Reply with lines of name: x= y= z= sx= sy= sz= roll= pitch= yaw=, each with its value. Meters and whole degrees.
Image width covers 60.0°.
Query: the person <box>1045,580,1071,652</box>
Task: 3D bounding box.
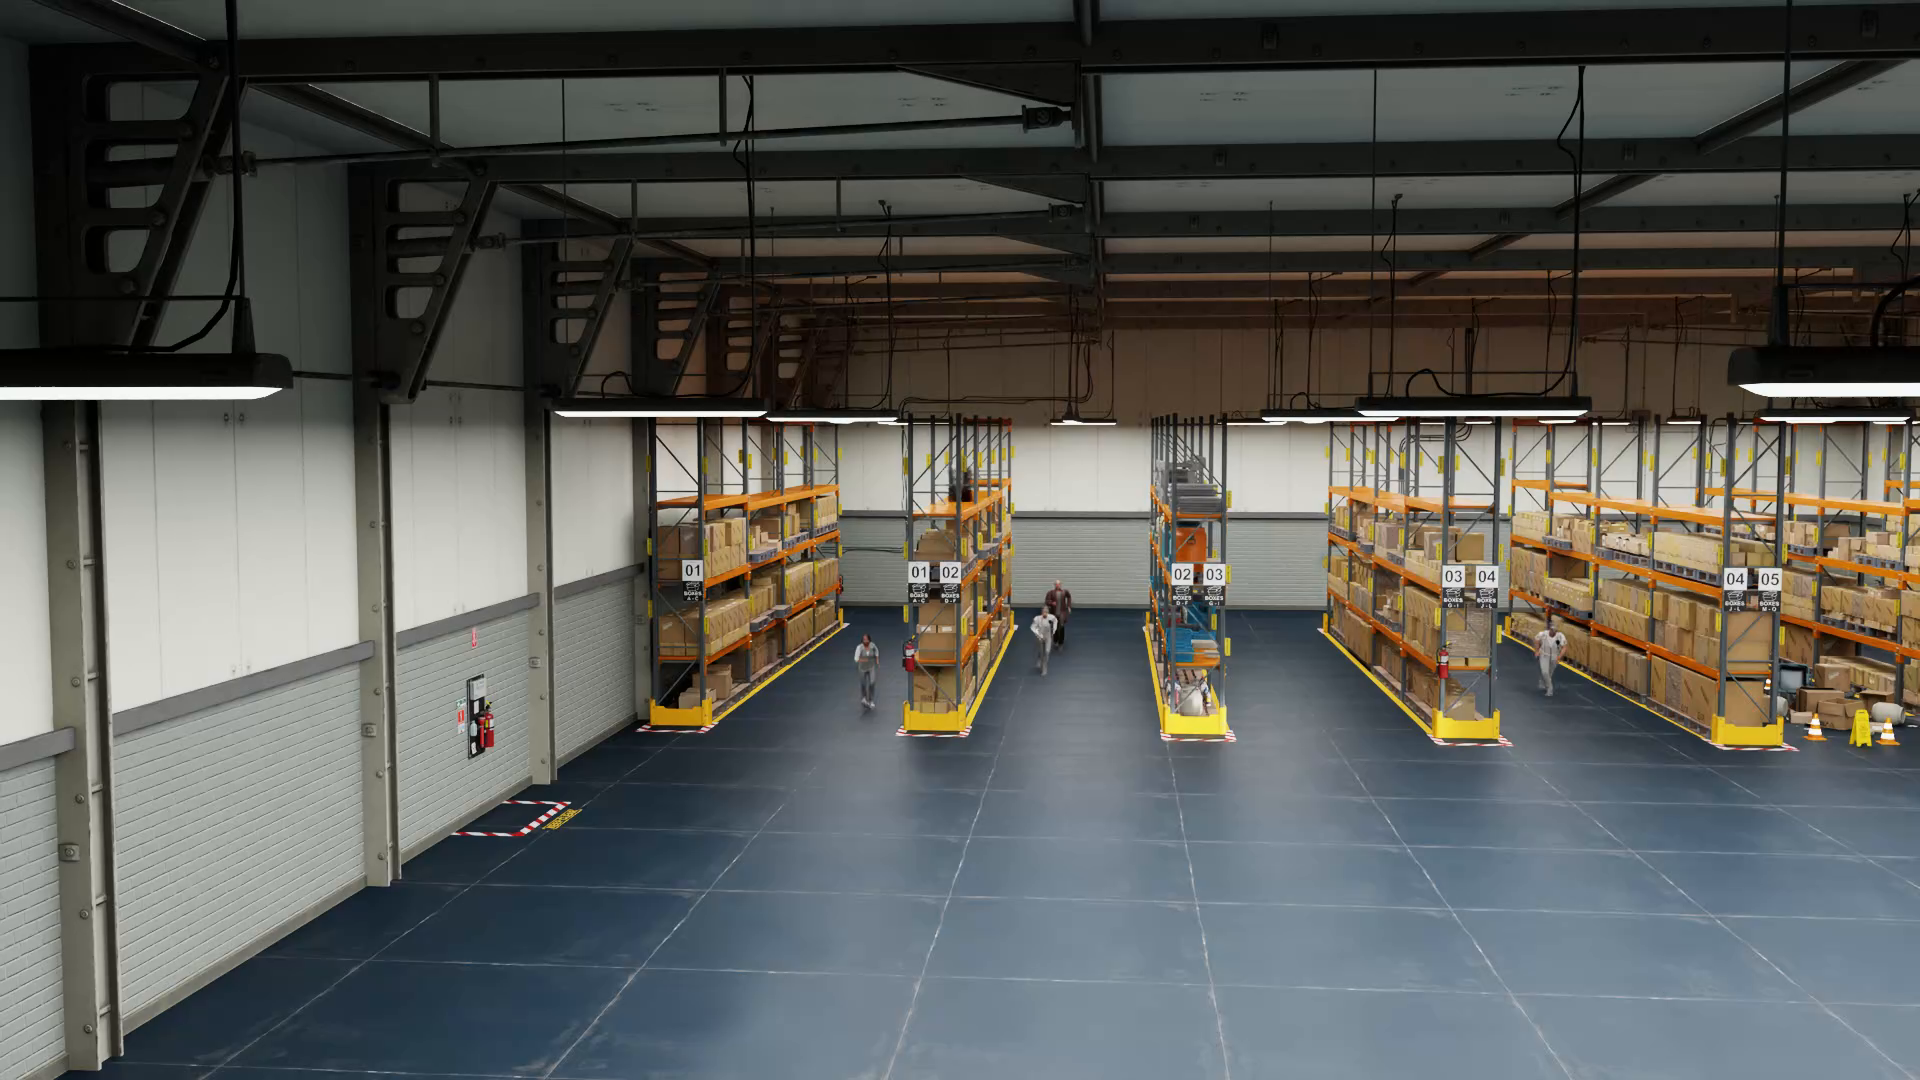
person: x=2.533 y=1.947 z=42.955 sx=0.675 sy=1.847 sz=0.931 roll=0 pitch=4 yaw=5

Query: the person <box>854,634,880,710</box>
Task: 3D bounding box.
person: x=-1.897 y=2.664 z=33.965 sx=0.538 sy=1.560 sz=0.903 roll=0 pitch=4 yaw=-7

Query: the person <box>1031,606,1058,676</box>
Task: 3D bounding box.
person: x=1.954 y=2.319 z=38.969 sx=0.655 sy=1.636 sz=0.982 roll=-1 pitch=4 yaw=-9

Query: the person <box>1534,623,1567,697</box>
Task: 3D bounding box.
person: x=12.687 y=2.531 z=35.796 sx=0.660 sy=1.601 sz=1.096 roll=1 pitch=4 yaw=10
